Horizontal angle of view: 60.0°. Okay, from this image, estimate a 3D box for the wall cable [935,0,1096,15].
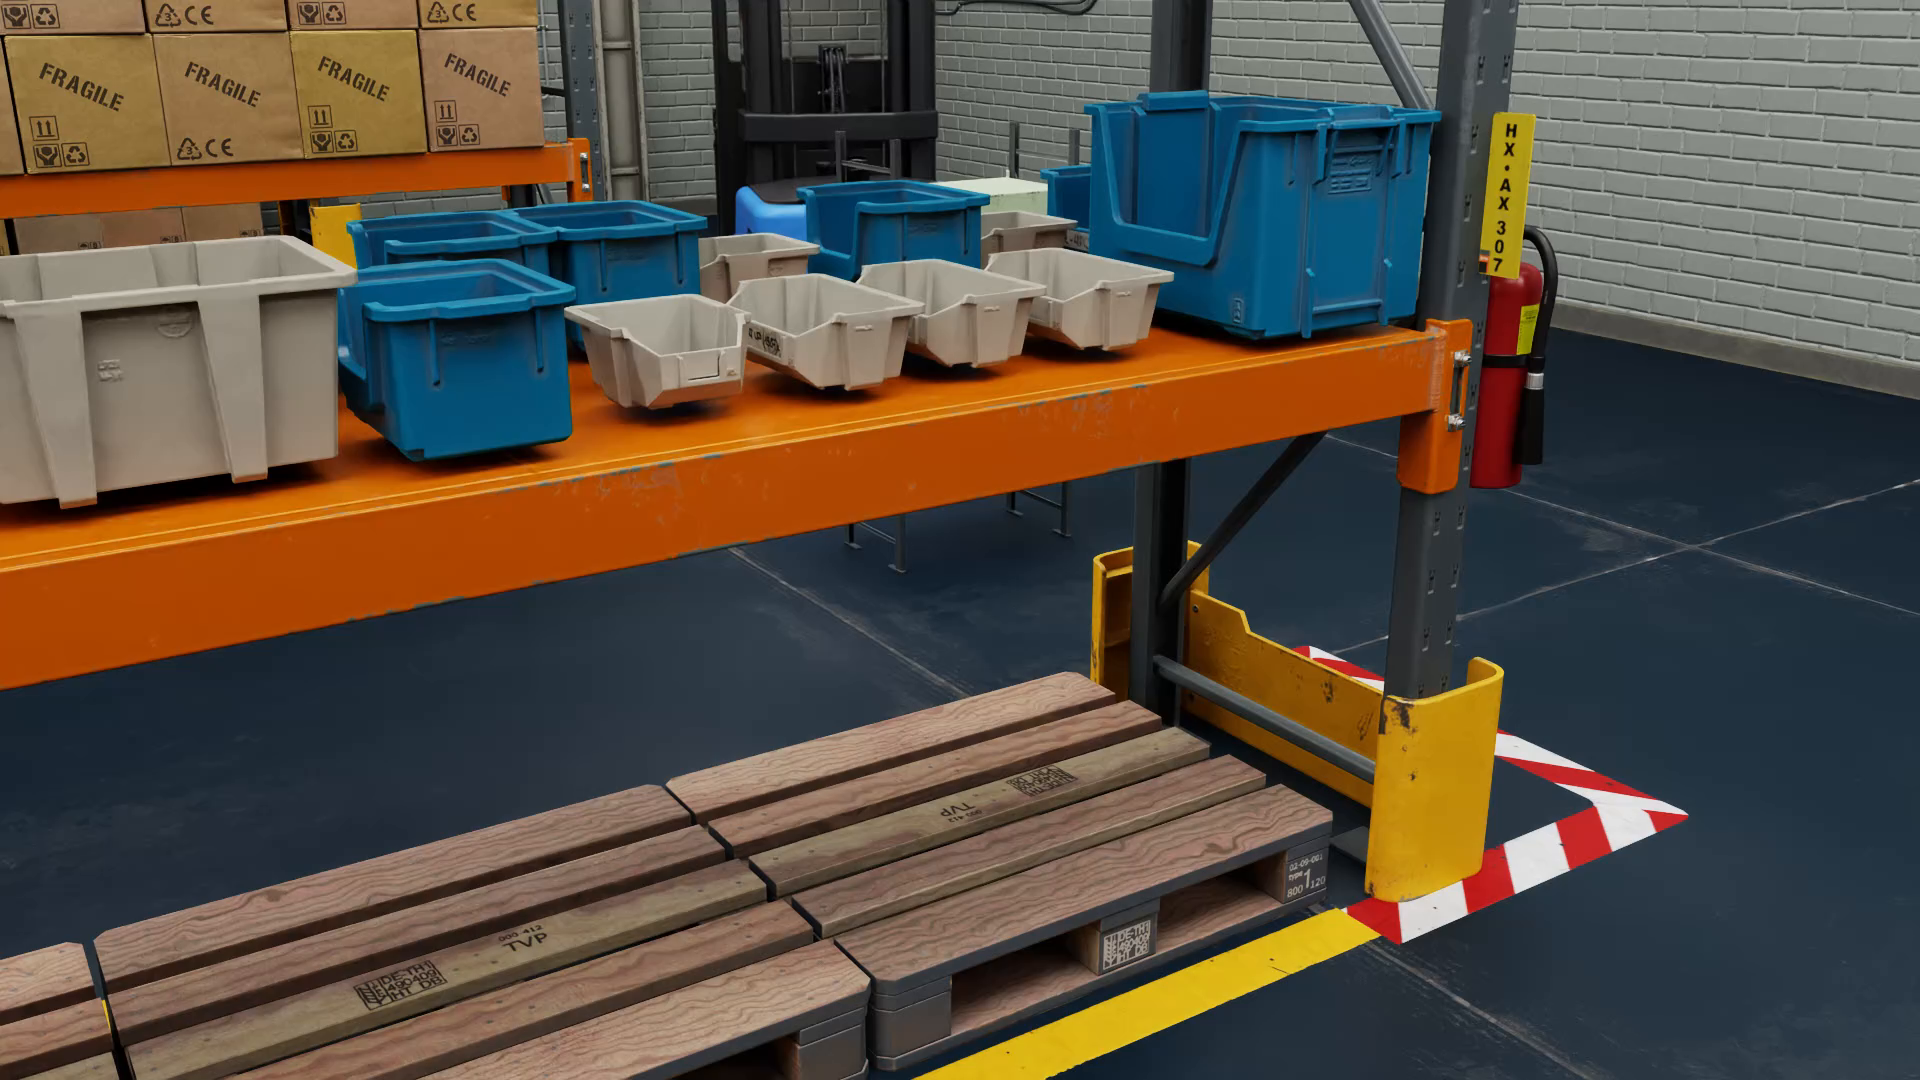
[{"bbox_3d":[0.261,-5.685,13.859,0.112,2.526,3.097,-12,22,-31],"label":"wall cable"}]

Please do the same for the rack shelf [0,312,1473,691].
[{"bbox_3d":[-0.880,-0.071,2.893,4.000,0.370,1.077,-12,22,-31],"label":"rack shelf"}]

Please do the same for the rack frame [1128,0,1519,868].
[{"bbox_3d":[0.790,-0.764,3.820,0.127,3.000,1.000,-12,22,-31],"label":"rack frame"}]

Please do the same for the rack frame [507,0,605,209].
[{"bbox_3d":[-1.931,-2.089,7.741,0.127,3.000,1.000,-12,22,-31],"label":"rack frame"}]

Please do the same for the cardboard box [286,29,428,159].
[{"bbox_3d":[-2.587,-1.893,7.003,0.500,0.500,0.500,-12,22,-31],"label":"cardboard box"}]

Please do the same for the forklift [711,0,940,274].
[{"bbox_3d":[-0.719,-2.290,8.442,1.130,2.935,3.031,-4,19,-13],"label":"forklift"}]

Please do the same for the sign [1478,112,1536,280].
[{"bbox_3d":[1.106,-0.697,3.367,0.005,0.325,0.100,-12,22,-31],"label":"sign"}]

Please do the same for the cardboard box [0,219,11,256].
[{"bbox_3d":[-6.467,-2.005,10.741,0.500,0.500,0.700,-11,22,-30],"label":"cardboard box"}]

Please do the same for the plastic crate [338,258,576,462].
[{"bbox_3d":[-0.784,-0.282,2.564,0.300,0.233,0.416,-12,22,-31],"label":"plastic crate"}]

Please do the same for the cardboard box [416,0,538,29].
[{"bbox_3d":[-2.152,-2.458,7.115,0.500,0.500,0.500,-12,22,-32],"label":"cardboard box"}]

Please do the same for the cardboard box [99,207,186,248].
[{"bbox_3d":[-5.606,-2.190,11.287,0.500,0.500,0.700,-12,22,-32],"label":"cardboard box"}]

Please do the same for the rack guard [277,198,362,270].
[{"bbox_3d":[-4.639,-2.234,12.071,0.348,0.500,1.175,-12,22,-31],"label":"rack guard"}]

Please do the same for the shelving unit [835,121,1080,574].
[{"bbox_3d":[-0.006,-0.709,6.001,0.755,1.500,0.431,-12,22,-31],"label":"shelving unit"}]

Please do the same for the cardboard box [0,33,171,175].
[{"bbox_3d":[-3.428,-1.717,6.485,0.500,0.500,0.500,-12,22,-32],"label":"cardboard box"}]

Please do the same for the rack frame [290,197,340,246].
[{"bbox_3d":[-4.659,-3.414,11.658,0.127,3.000,1.000,-12,22,-31],"label":"rack frame"}]

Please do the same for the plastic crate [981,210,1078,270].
[{"bbox_3d":[0.089,-0.677,3.883,0.298,0.136,0.250,-12,22,-31],"label":"plastic crate"}]

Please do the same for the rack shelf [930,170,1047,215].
[{"bbox_3d":[-0.006,-1.079,5.876,0.720,0.370,0.431,-12,22,-31],"label":"rack shelf"}]

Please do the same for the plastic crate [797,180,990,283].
[{"bbox_3d":[-0.147,-0.641,3.626,0.300,0.233,0.416,-12,22,-31],"label":"plastic crate"}]

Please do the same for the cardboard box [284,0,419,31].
[{"bbox_3d":[-2.573,-2.369,6.851,0.500,0.500,0.500,-11,22,-30],"label":"cardboard box"}]

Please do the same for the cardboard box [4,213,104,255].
[{"bbox_3d":[-6.026,-2.101,11.024,0.500,0.500,0.700,-13,22,-33],"label":"cardboard box"}]

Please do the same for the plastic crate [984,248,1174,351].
[{"bbox_3d":[0.208,-0.475,3.284,0.243,0.136,0.396,-12,22,-31],"label":"plastic crate"}]

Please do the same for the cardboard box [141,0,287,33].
[{"bbox_3d":[-3.004,-2.277,6.578,0.500,0.500,0.500,-11,22,-30],"label":"cardboard box"}]

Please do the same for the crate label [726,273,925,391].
[{"bbox_3d":[-0.261,-0.372,2.980,0.243,0.136,0.396,-12,22,-31],"label":"crate label"}]

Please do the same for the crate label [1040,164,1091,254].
[{"bbox_3d":[0.403,-0.757,3.969,0.303,0.233,0.416,-12,22,-31],"label":"crate label"}]

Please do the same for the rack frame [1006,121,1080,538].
[{"bbox_3d":[0.300,-0.774,6.192,0.023,1.500,0.400,-12,22,-31],"label":"rack frame"}]

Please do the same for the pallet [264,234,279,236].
[{"bbox_3d":[-5.284,-1.931,11.626,1.213,0.211,1.003,-12,22,-31],"label":"pallet"}]

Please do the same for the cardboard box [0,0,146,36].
[{"bbox_3d":[-3.433,-2.186,6.310,0.500,0.500,0.500,-11,22,-30],"label":"cardboard box"}]

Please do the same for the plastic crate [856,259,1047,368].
[{"bbox_3d":[-0.042,-0.428,3.145,0.243,0.136,0.396,-12,22,-31],"label":"plastic crate"}]

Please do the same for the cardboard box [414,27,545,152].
[{"bbox_3d":[-2.156,-1.985,7.276,0.500,0.500,0.500,-11,22,-30],"label":"cardboard box"}]

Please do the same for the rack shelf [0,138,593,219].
[{"bbox_3d":[-3.602,-1.396,6.814,4.000,0.370,1.077,-12,22,-31],"label":"rack shelf"}]

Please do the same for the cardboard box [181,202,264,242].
[{"bbox_3d":[-5.188,-2.278,11.548,0.500,0.500,0.700,-12,22,-31],"label":"cardboard box"}]

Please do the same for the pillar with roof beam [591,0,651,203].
[{"bbox_3d":[-0.512,-5.811,9.383,0.400,9.000,9.100,-12,22,-31],"label":"pillar with roof beam"}]

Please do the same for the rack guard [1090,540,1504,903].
[{"bbox_3d":[0.803,0.413,4.243,0.348,0.500,1.175,-12,22,-31],"label":"rack guard"}]

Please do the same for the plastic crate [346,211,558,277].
[{"bbox_3d":[-0.948,-0.473,3.127,0.300,0.233,0.416,-12,22,-31],"label":"plastic crate"}]

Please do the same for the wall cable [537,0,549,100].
[{"bbox_3d":[-4.110,-4.373,12.911,1.851,1.984,0.084,-12,22,-31],"label":"wall cable"}]

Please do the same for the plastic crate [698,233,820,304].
[{"bbox_3d":[-0.477,-0.558,3.529,0.298,0.136,0.250,-12,22,-31],"label":"plastic crate"}]

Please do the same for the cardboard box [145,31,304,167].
[{"bbox_3d":[-3.007,-1.806,6.748,0.500,0.500,0.500,-12,22,-31],"label":"cardboard box"}]

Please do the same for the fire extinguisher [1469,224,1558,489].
[{"bbox_3d":[1.166,-0.455,3.611,0.183,0.674,0.296,-12,22,-31],"label":"fire extinguisher"}]

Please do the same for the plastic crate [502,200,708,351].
[{"bbox_3d":[-0.697,-0.525,3.283,0.300,0.233,0.416,-12,22,-31],"label":"plastic crate"}]

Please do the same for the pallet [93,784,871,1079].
[{"bbox_3d":[-0.938,0.906,3.236,1.213,0.211,1.003,-12,22,-31],"label":"pallet"}]

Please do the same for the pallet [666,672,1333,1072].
[{"bbox_3d":[0.080,0.692,3.868,1.213,0.211,1.003,-12,22,-31],"label":"pallet"}]

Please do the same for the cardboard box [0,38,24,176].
[{"bbox_3d":[-3.851,-1.627,6.219,0.500,0.500,0.500,-12,22,-32],"label":"cardboard box"}]

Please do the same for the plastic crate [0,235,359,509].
[{"bbox_3d":[-1.174,-0.251,2.395,0.530,0.282,0.437,-12,22,-31],"label":"plastic crate"}]

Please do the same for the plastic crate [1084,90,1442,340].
[{"bbox_3d":[0.613,-0.700,3.482,0.499,0.435,0.616,-12,22,-31],"label":"plastic crate"}]

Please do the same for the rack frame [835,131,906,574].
[{"bbox_3d":[-0.311,-0.645,5.810,0.023,1.500,0.400,-12,22,-31],"label":"rack frame"}]

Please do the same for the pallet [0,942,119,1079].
[{"bbox_3d":[-1.958,1.122,2.596,1.213,0.211,1.003,-12,22,-31],"label":"pallet"}]

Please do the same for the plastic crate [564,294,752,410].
[{"bbox_3d":[-0.498,-0.315,2.812,0.250,0.136,0.298,-12,22,-31],"label":"plastic crate"}]
